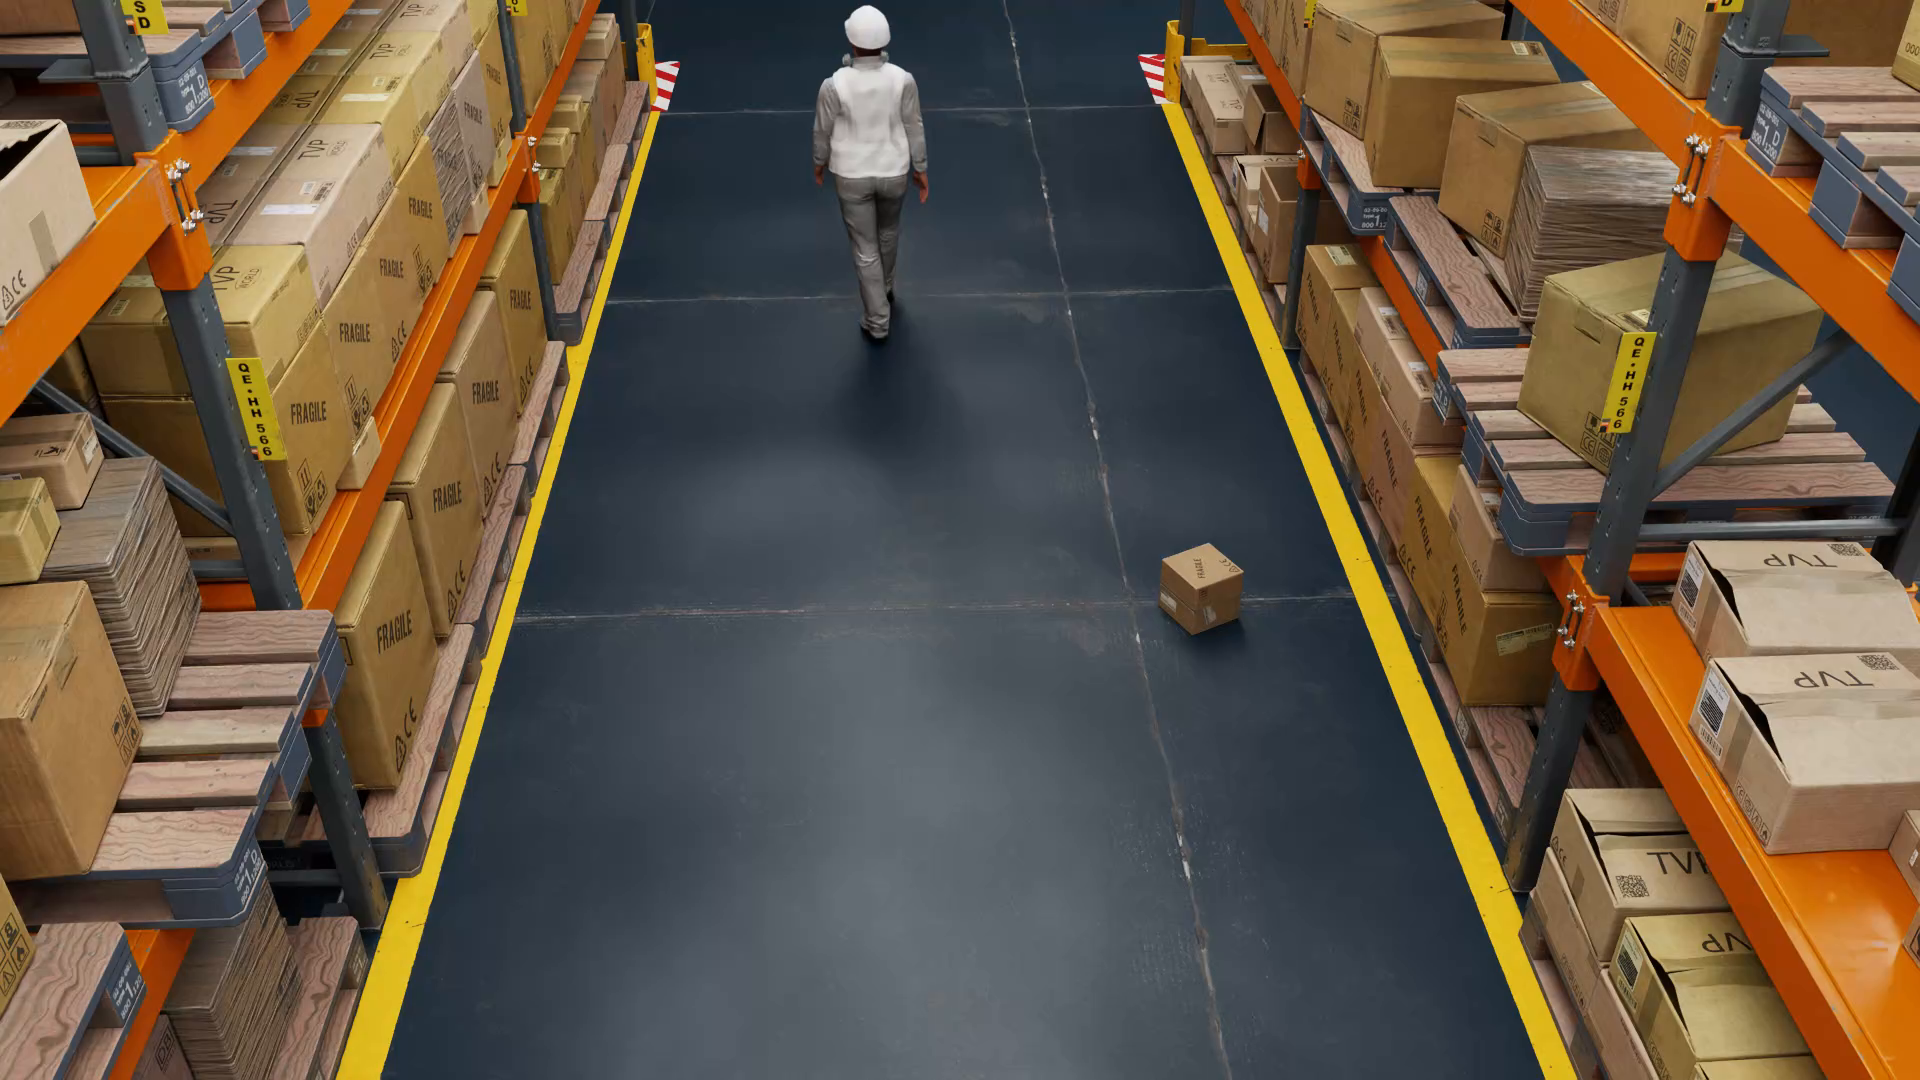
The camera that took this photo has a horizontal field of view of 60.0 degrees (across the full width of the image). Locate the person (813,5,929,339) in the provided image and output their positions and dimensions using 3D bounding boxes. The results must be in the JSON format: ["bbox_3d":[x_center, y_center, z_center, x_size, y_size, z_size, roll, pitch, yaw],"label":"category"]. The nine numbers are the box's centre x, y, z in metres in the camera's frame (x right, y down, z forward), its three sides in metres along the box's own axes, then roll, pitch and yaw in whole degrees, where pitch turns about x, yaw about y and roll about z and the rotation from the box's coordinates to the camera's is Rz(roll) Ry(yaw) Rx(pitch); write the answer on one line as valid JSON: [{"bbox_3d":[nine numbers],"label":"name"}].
[{"bbox_3d":[-0.500,-2.022,9.006,0.592,1.773,0.850,-10,36,-14],"label":"person"}]
